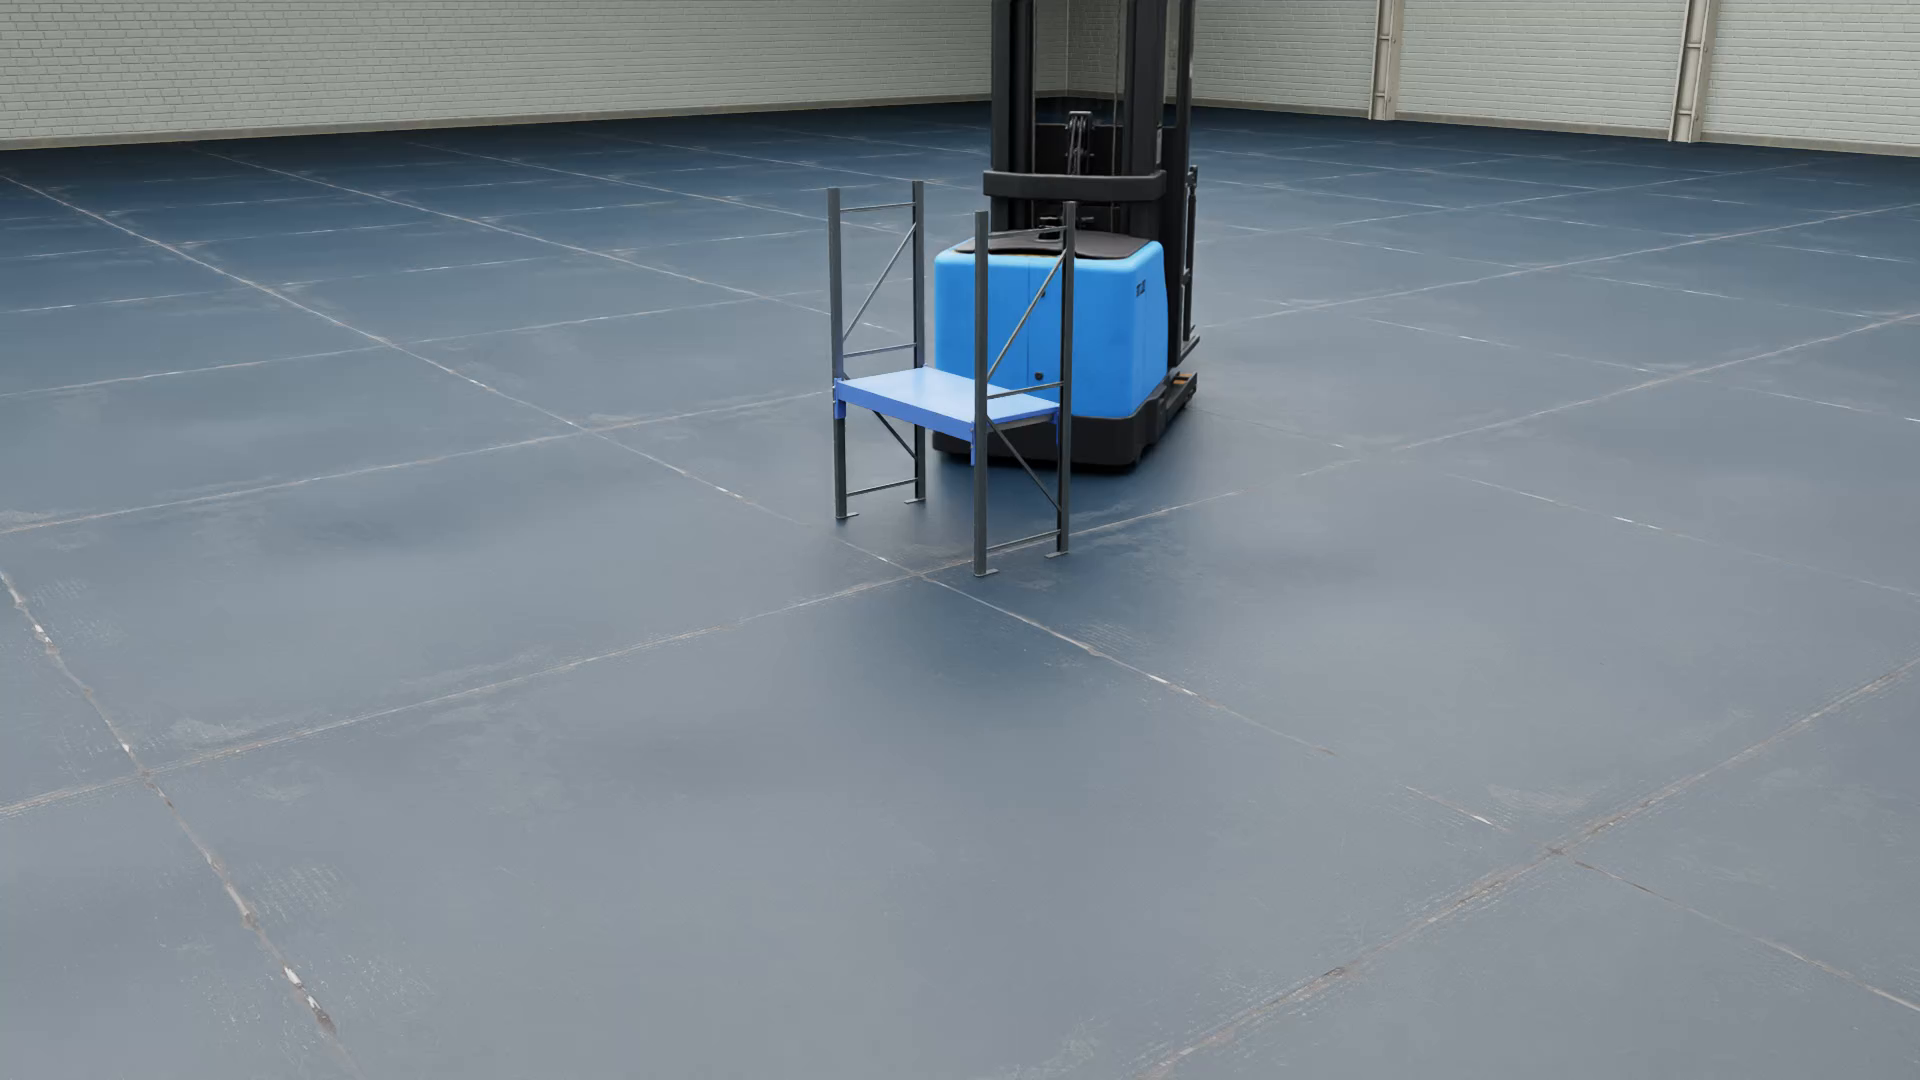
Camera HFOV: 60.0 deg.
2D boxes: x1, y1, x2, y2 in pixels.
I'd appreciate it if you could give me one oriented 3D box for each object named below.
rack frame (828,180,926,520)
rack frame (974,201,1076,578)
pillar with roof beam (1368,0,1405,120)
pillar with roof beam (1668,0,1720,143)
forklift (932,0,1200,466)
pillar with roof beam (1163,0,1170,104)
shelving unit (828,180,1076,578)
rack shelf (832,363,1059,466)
[{"bbox_3d":[-0.369,-0.858,7.568,0.500,1.500,0.032,-14,23,-36],"label":"rack frame"},{"bbox_3d":[0.263,-0.608,6.812,0.500,1.500,0.032,-14,23,-36],"label":"rack frame"},{"bbox_3d":[4.529,-11.314,27.216,9.100,9.000,0.400,-14,23,-36],"label":"pillar with roof beam"},{"bbox_3d":[8.255,-9.836,22.751,9.100,9.000,0.400,-14,23,-36],"label":"pillar with roof beam"},{"bbox_3d":[0.777,-2.187,9.304,1.130,2.935,3.031,6,19,16],"label":"forklift"},{"bbox_3d":[0.804,-12.793,31.681,9.100,9.000,0.400,-14,23,-36],"label":"pillar with roof beam"},{"bbox_3d":[-0.053,-0.733,7.190,0.538,1.500,1.048,-14,23,-36],"label":"shelving unit"},{"bbox_3d":[-0.053,-0.562,7.247,0.538,0.185,1.000,-14,23,-36],"label":"rack shelf"}]
